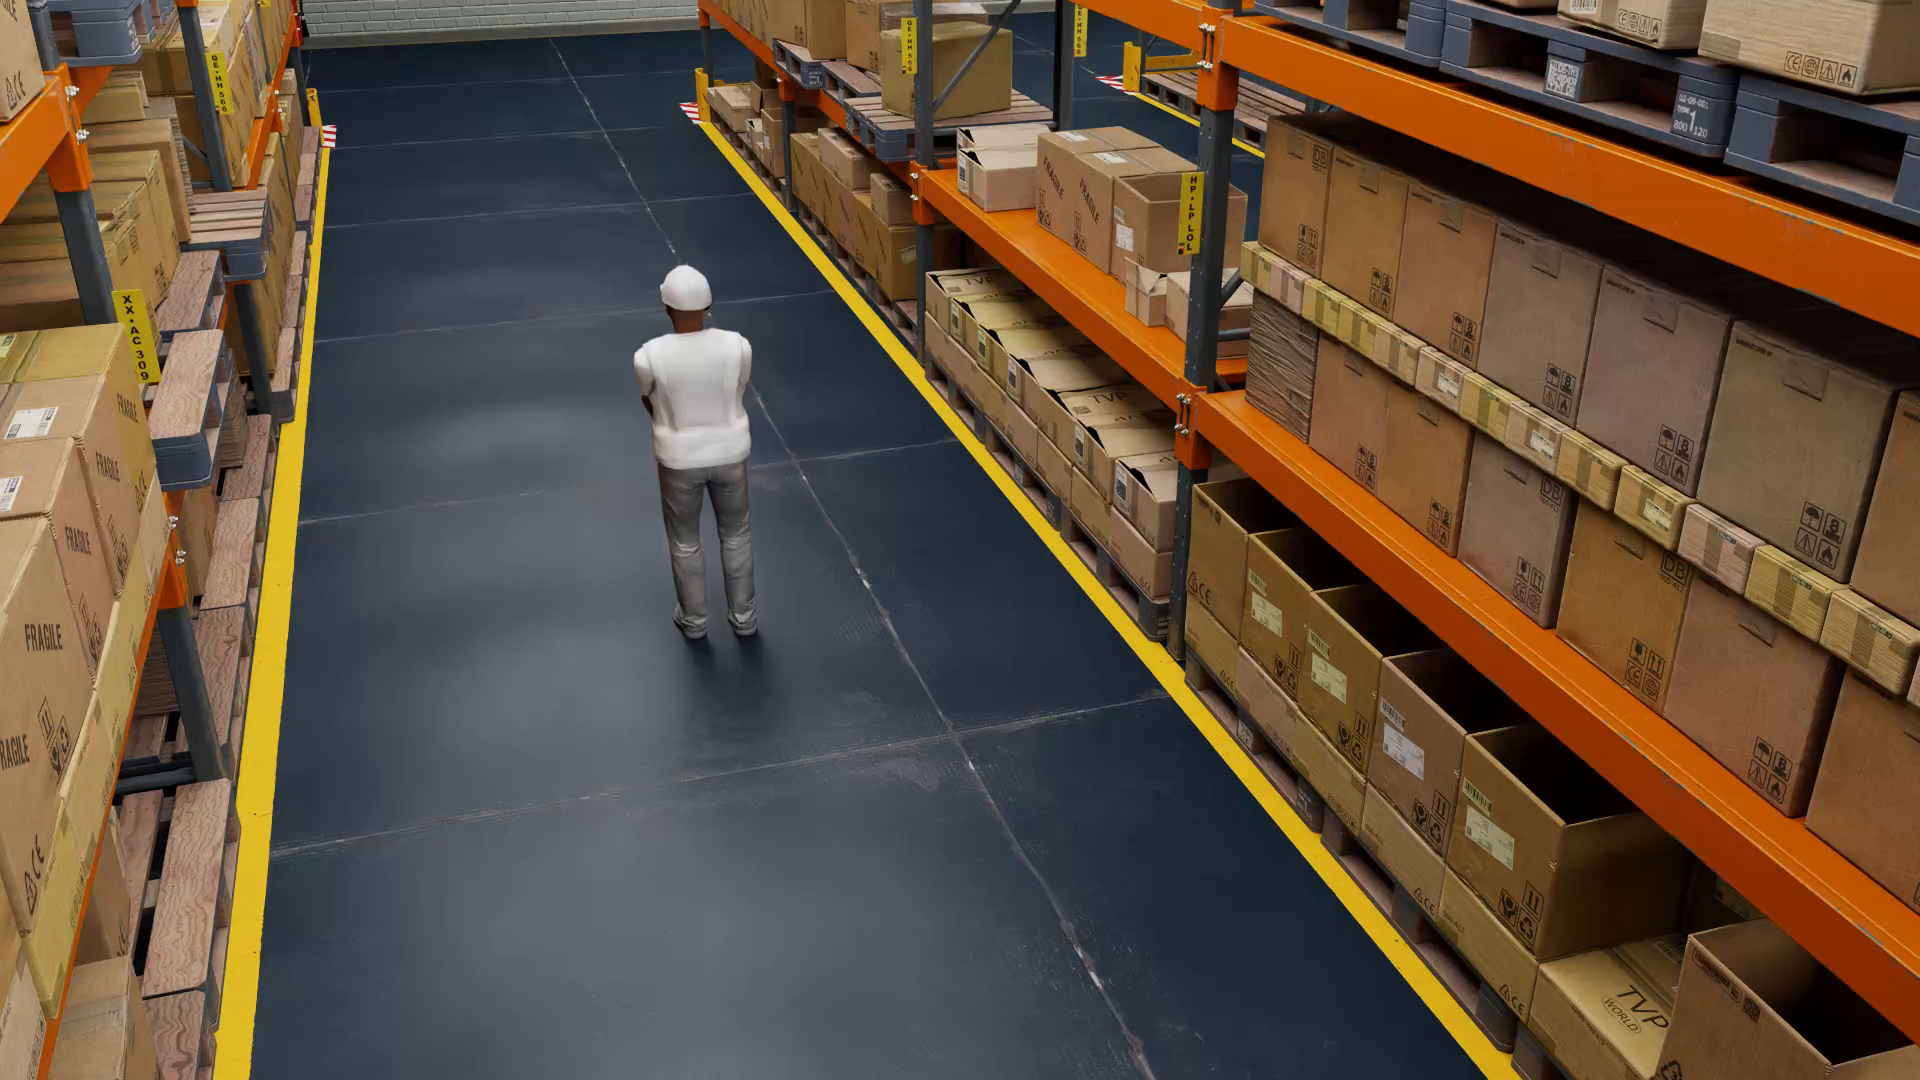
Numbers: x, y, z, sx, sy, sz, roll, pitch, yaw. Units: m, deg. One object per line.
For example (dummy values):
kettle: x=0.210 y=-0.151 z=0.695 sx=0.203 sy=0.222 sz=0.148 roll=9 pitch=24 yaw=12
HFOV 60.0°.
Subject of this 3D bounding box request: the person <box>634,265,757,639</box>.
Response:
person: x=-1.177 y=-0.407 z=7.420 sx=0.504 sy=1.761 sz=0.572 roll=-8 pitch=27 yaw=-15
